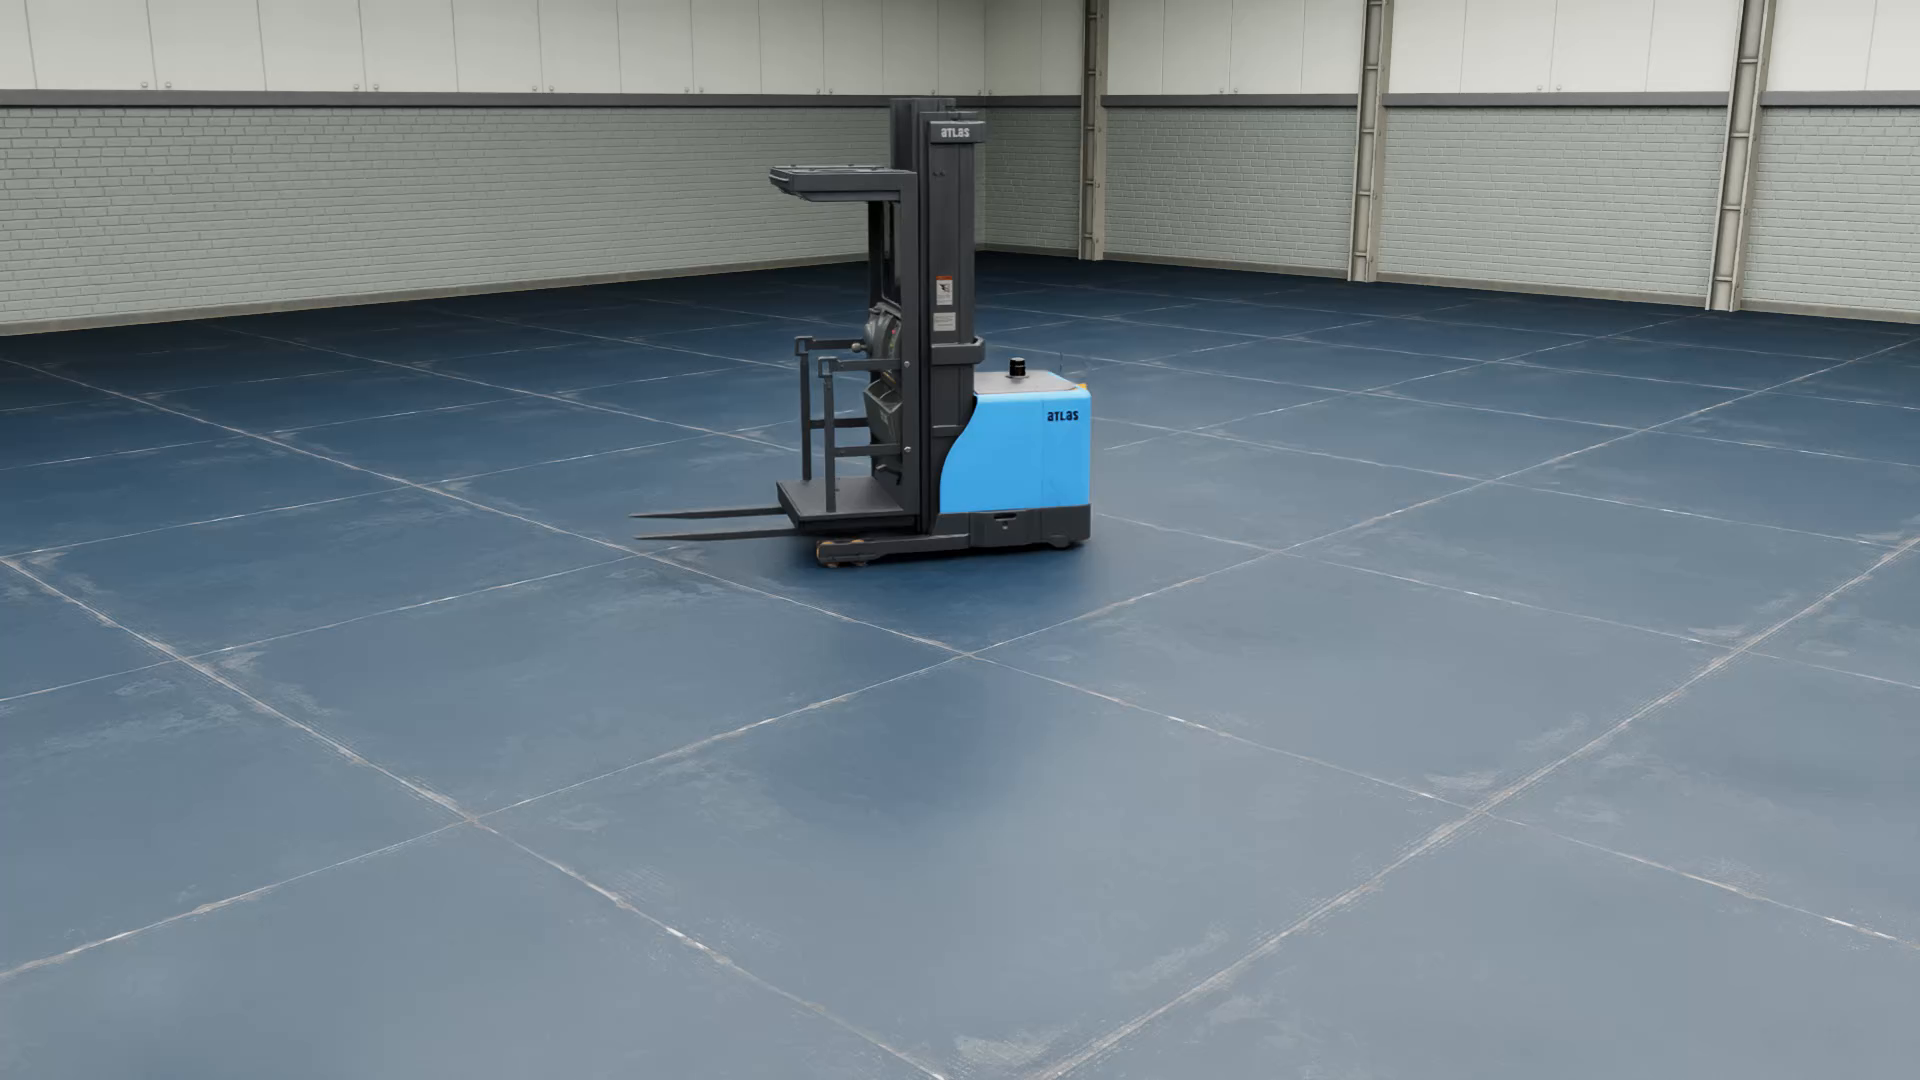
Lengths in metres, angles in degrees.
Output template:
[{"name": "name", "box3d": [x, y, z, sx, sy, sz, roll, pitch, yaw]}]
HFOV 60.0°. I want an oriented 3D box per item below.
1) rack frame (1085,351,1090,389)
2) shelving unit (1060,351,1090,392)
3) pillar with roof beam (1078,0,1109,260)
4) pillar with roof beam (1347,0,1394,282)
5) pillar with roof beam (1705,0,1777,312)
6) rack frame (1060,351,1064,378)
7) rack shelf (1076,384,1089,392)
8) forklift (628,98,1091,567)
[{"name": "rack frame", "box3d": [0.902, -0.740, 11.891, 0.006, 1.200, 0.240, 0, 15, -1]}, {"name": "shelving unit", "box3d": [0.811, -0.739, 11.889, 0.189, 1.200, 0.258, 0, 15, -1]}, {"name": "pillar with roof beam", "box3d": [-0.429, -9.057, 28.345, 0.400, 9.000, 9.100, 14, 20, 42]}, {"name": "pillar with roof beam", "box3d": [3.891, -8.007, 24.315, 0.400, 9.000, 9.100, 14, 20, 42]}, {"name": "pillar with roof beam", "box3d": [8.210, -6.957, 20.285, 0.400, 9.000, 9.100, 14, 20, 42]}, {"name": "rack frame", "box3d": [0.719, -0.739, 11.888, 0.006, 1.200, 0.240, 0, 15, -1]}, {"name": "rack shelf", "box3d": [0.811, -1.045, 11.810, 0.180, 0.103, 0.258, 0, 15, -1]}, {"name": "forklift", "box3d": [-0.692, -1.388, 10.947, 3.031, 2.935, 1.130, -4, 15, -14]}]
